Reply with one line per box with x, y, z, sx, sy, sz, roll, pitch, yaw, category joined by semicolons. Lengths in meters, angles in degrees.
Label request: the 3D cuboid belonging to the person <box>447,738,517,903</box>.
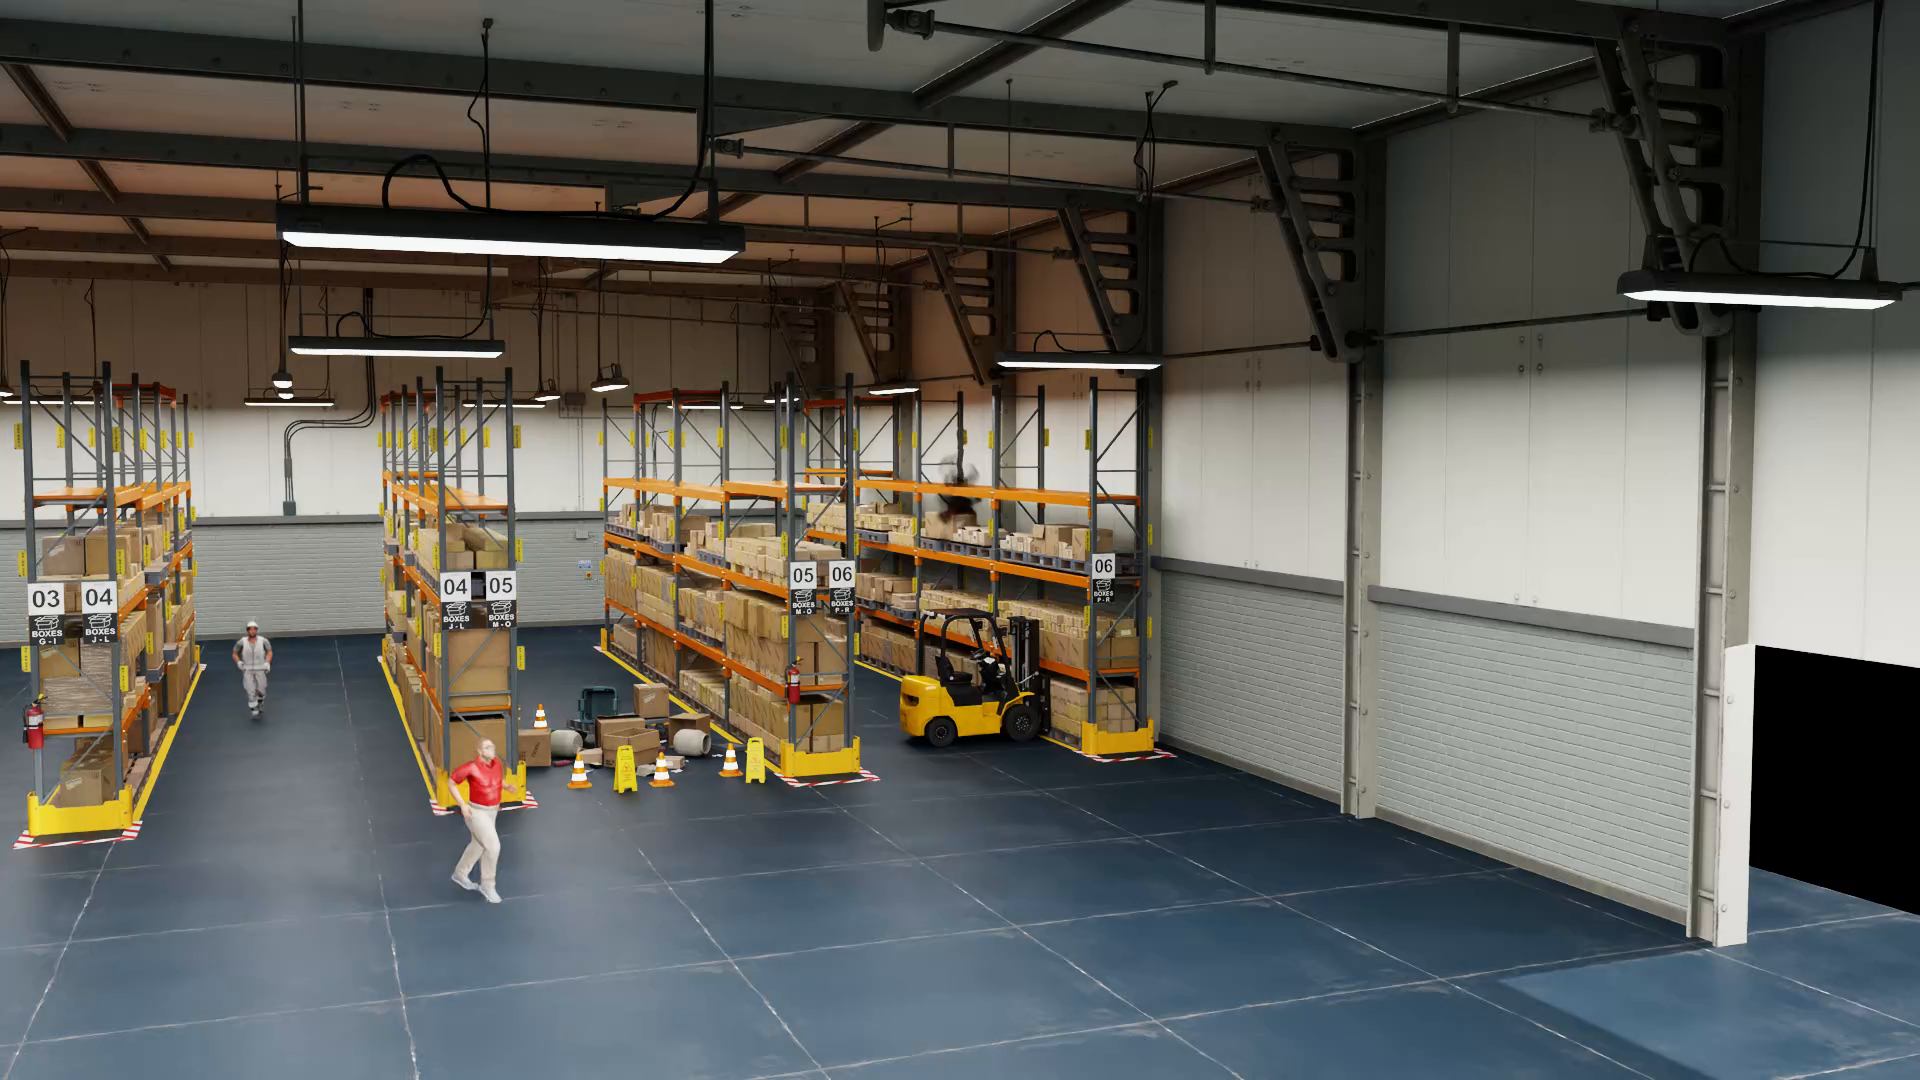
-5.248;3.051;18.242;0.810;1.794;0.650;1;4;17;person

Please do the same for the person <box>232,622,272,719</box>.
-12.680;2.337;29.805;0.664;1.749;0.596;-1;4;-23;person
